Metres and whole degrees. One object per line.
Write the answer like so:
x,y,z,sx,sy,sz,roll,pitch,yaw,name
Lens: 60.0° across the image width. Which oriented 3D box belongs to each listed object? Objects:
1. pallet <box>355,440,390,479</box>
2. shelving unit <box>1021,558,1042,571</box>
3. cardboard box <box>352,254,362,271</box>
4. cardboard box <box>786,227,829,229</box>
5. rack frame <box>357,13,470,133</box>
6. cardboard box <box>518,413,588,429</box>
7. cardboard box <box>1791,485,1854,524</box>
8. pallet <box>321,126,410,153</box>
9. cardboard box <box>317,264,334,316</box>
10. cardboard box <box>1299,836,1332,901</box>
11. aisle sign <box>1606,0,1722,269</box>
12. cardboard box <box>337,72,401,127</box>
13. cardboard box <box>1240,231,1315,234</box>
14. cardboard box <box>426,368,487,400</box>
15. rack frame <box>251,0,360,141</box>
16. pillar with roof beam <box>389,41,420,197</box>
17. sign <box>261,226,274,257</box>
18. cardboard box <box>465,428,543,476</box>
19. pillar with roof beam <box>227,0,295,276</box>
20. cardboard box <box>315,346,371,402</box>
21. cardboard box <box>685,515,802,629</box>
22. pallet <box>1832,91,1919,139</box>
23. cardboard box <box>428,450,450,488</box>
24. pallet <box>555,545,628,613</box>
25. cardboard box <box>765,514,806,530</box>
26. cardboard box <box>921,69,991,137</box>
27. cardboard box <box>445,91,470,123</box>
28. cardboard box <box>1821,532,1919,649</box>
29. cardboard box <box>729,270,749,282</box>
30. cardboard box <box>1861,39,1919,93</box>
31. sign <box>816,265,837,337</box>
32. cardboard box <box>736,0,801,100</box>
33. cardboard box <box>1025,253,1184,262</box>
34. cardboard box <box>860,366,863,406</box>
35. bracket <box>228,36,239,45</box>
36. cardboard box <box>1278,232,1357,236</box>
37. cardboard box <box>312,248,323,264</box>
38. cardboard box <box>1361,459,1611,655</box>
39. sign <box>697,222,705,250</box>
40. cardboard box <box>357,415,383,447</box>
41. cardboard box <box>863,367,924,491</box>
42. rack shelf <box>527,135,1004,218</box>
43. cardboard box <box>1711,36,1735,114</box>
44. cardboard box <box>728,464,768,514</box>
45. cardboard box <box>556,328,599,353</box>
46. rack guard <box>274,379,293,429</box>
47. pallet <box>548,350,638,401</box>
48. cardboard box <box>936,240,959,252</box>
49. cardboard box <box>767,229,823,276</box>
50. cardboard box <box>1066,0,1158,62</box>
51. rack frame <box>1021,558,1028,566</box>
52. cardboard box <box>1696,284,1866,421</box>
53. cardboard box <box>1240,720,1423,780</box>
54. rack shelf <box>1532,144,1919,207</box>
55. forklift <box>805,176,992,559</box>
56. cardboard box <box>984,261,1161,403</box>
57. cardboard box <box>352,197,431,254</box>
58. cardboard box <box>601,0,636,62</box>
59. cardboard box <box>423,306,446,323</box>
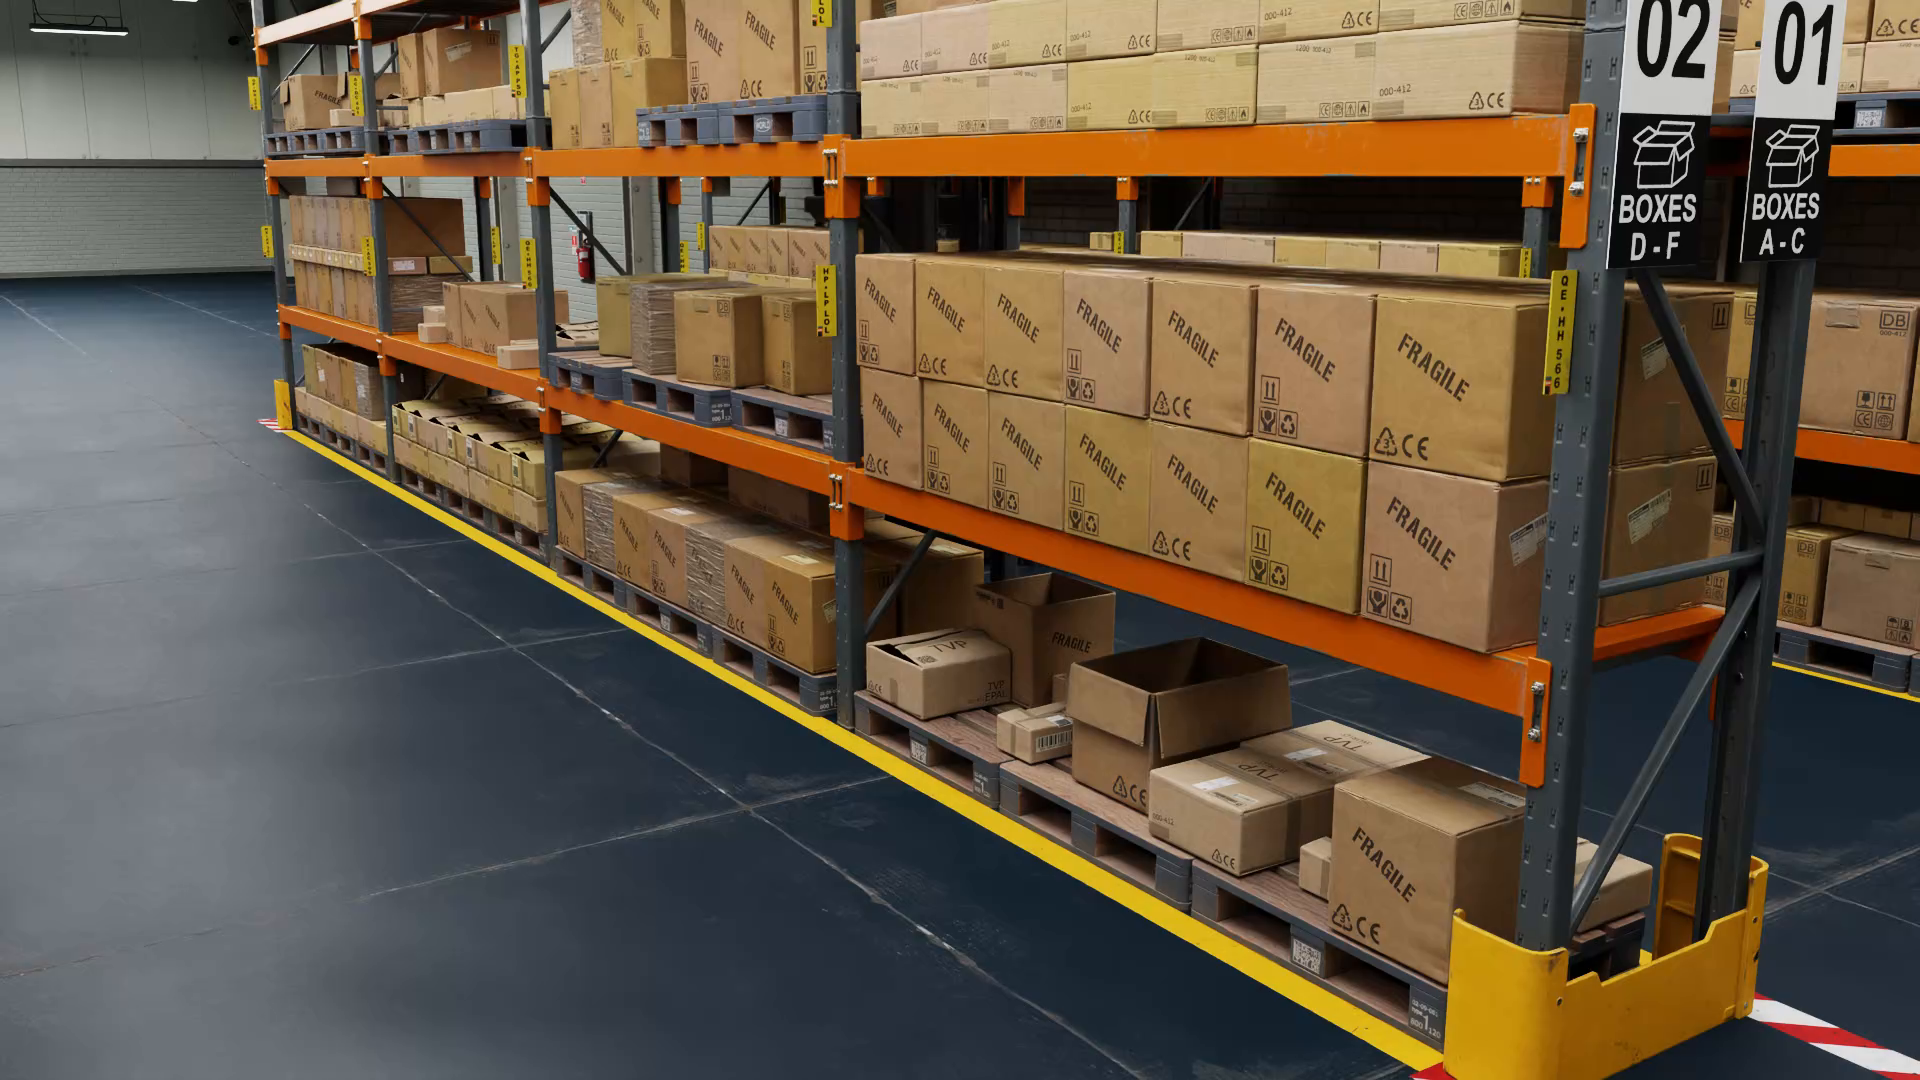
-4.993,-0.809,15.567,1.003,0.211,1.213,-8,15,-33,pallet
0.574,-0.403,11.397,0.258,1.200,0.189,-7,14,-31,shelving unit
-5.346,-2.551,15.251,0.380,0.149,0.250,-8,15,-33,cardboard box
-1.683,-3.385,19.369,0.500,0.500,0.500,-9,15,-34,cardboard box
-4.588,-4.956,13.959,1.000,3.000,0.127,-8,15,-33,rack frame
-3.281,-0.852,13.377,0.500,0.311,0.500,-8,15,-33,cardboard box
4.960,-0.209,9.645,0.380,0.149,0.250,-8,15,-32,cardboard box
-5.082,-3.596,14.968,1.003,0.211,1.213,-8,15,-33,pallet
-5.991,-2.519,16.624,0.700,0.500,0.500,-8,15,-32,cardboard box
1.405,1.128,5.783,0.380,0.166,0.250,-8,15,-33,cardboard box
1.844,-1.112,4.341,0.394,0.787,0.004,-8,15,-33,aisle sign
-5.395,-4.122,15.616,0.797,0.503,0.637,-6,14,-27,cardboard box
2.501,-2.328,13.254,0.500,0.250,0.500,-9,15,-35,cardboard box
-4.584,-1.373,15.315,0.500,0.500,0.500,-8,15,-33,cardboard box
-6.804,-5.667,17.212,1.000,3.000,0.127,-8,15,-33,rack frame
-15.131,-8.924,32.103,9.100,9.000,0.548,-8,15,-33,pillar with roof beam
-7.269,-3.133,17.456,0.100,0.325,0.005,-8,15,-33,sign
-3.437,-0.695,12.659,0.500,0.311,0.500,-8,15,-33,cardboard box
-21.779,-11.058,41.863,9.100,9.000,0.548,-8,15,-33,pillar with roof beam
-6.126,-1.667,16.659,0.500,0.500,0.500,-8,15,-33,cardboard box
-1.212,0.172,9.374,0.500,0.500,0.500,-8,15,-32,cardboard box
5.083,-2.248,8.804,1.003,0.211,1.213,-8,15,-33,pallet
-3.999,-0.603,13.550,0.500,0.250,0.500,-9,15,-34,cardboard box
-1.989,0.186,11.017,1.003,0.211,1.213,-8,15,-33,pallet
-0.796,0.106,9.677,0.500,0.500,0.500,-8,15,-32,cardboard box
0.182,-1.789,6.851,0.500,0.250,0.500,-8,15,-33,cardboard box
-3.579,-3.275,12.662,0.500,0.250,0.500,-10,16,-38,cardboard box
5.155,0.247,9.077,0.700,0.500,0.500,-9,15,-35,cardboard box
-2.376,-3.045,19.567,0.500,0.250,0.500,-9,15,-35,cardboard box
4.974,-2.407,8.460,0.500,0.250,0.500,-9,15,-34,cardboard box
-0.615,-1.101,7.666,0.100,0.325,0.005,-8,15,-33,sign
-0.762,-2.585,8.687,0.600,0.600,0.600,-8,15,-33,cardboard box
0.627,-0.989,7.289,0.500,0.500,0.500,-8,15,-34,cardboard box
-0.232,-0.967,8.544,0.500,0.500,0.700,9,15,36,cardboard box
-20.034,-13.779,45.881,0.235,0.232,0.430,-8,15,-33,bracket
2.783,-2.237,12.835,0.500,0.250,0.500,-9,15,-34,cardboard box
-6.192,-2.823,16.498,0.380,0.149,0.250,-9,15,-35,cardboard box
1.586,0.013,5.046,0.500,0.500,0.500,-8,14,-31,cardboard box
-3.134,-3.682,20.150,0.100,0.325,0.005,-8,15,-33,sign
-5.295,-1.033,15.519,0.500,0.250,0.500,-8,15,-33,cardboard box
-0.100,-0.528,7.521,0.500,0.500,0.500,-8,14,-31,cardboard box
-1.263,-2.072,9.476,1.077,0.370,4.000,-8,15,-33,rack shelf
1.988,-1.404,5.091,0.500,0.250,0.500,-8,15,-33,cardboard box
-1.053,-0.344,9.979,0.500,0.250,0.500,-8,15,-34,cardboard box
-2.537,-1.340,11.675,0.500,0.311,0.500,-7,14,-29,cardboard box
-6.817,-1.519,18.139,1.175,0.500,0.348,-8,15,-33,rack guard
-1.937,-1.107,10.854,1.213,0.211,1.003,-8,15,-33,pallet
0.091,-2.681,16.335,0.700,0.500,0.500,-6,14,-27,cardboard box
-1.825,-3.233,18.675,0.500,0.500,0.500,-8,14,-31,cardboard box
0.730,-1.855,5.980,0.500,0.250,0.500,-8,15,-33,cardboard box
0.526,-0.420,11.473,0.240,1.200,0.006,-7,14,-31,rack frame
4.653,-1.107,9.699,0.980,0.700,0.700,-9,15,-34,cardboard box
1.442,0.930,6.496,0.500,0.250,0.500,-8,15,-33,cardboard box
5.075,-1.947,8.907,1.077,0.370,4.000,-8,15,-33,rack shelf
-0.453,-1.526,12.481,3.031,2.935,1.130,12,17,43,forklift
0.442,-0.839,6.603,0.500,0.500,0.500,-9,15,-34,cardboard box
-5.120,-2.875,15.218,0.700,0.500,0.500,-8,15,-33,cardboard box
-1.852,-3.147,10.135,0.500,0.500,0.500,-8,15,-33,cardboard box
-4.279,-1.869,14.239,0.500,0.250,0.500,-7,14,-29,cardboard box
